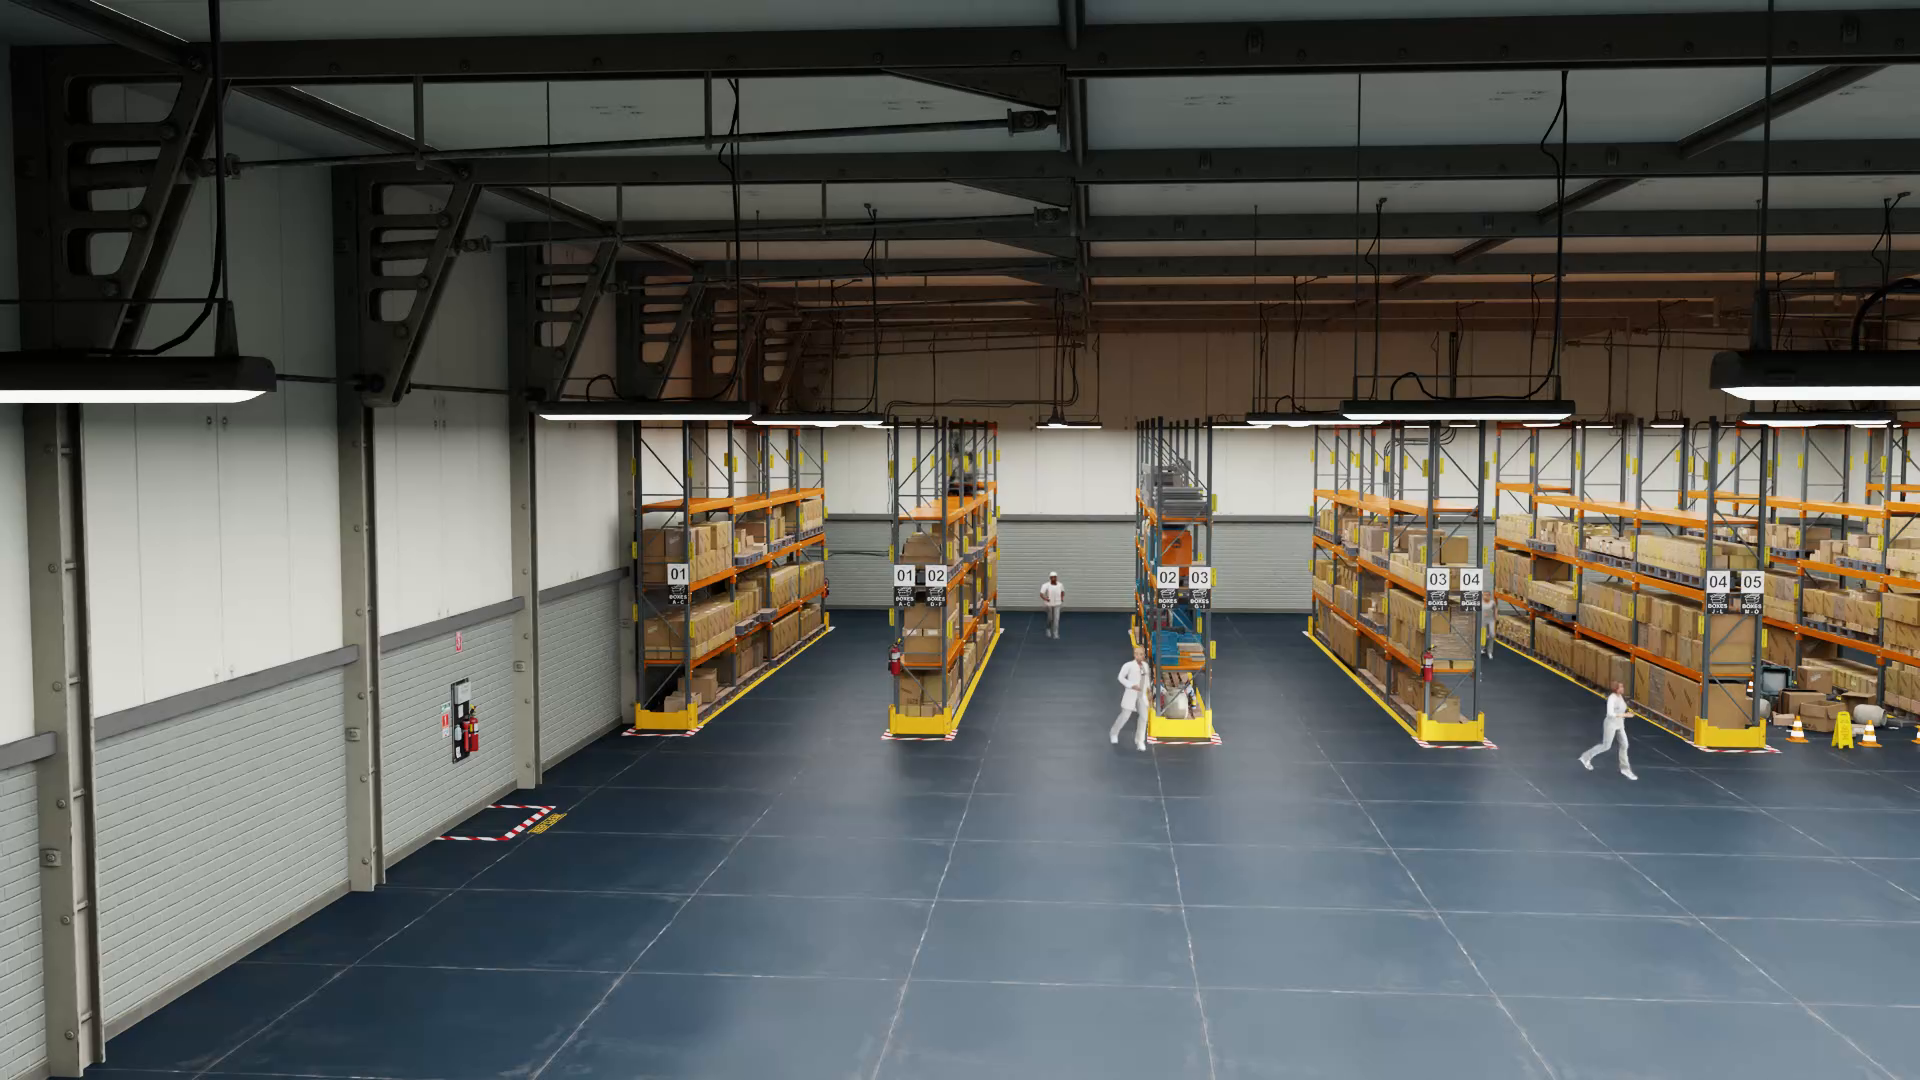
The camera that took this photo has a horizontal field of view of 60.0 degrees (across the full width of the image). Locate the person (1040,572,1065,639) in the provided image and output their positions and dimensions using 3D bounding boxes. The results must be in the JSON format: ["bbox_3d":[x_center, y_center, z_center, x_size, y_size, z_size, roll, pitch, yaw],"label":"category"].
[{"bbox_3d":[2.462,1.715,43.641,0.716,1.760,0.843,-1,4,-13],"label":"person"}]

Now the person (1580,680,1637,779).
[{"bbox_3d":[10.795,3.120,27.602,0.887,1.612,0.550,4,5,44],"label":"person"}]

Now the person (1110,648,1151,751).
[{"bbox_3d":[3.211,2.868,30.264,0.763,1.796,0.947,-2,4,-27],"label":"person"}]

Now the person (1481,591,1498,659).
[{"bbox_3d":[13.393,2.139,42.273,0.570,1.714,0.773,1,4,9],"label":"person"}]
